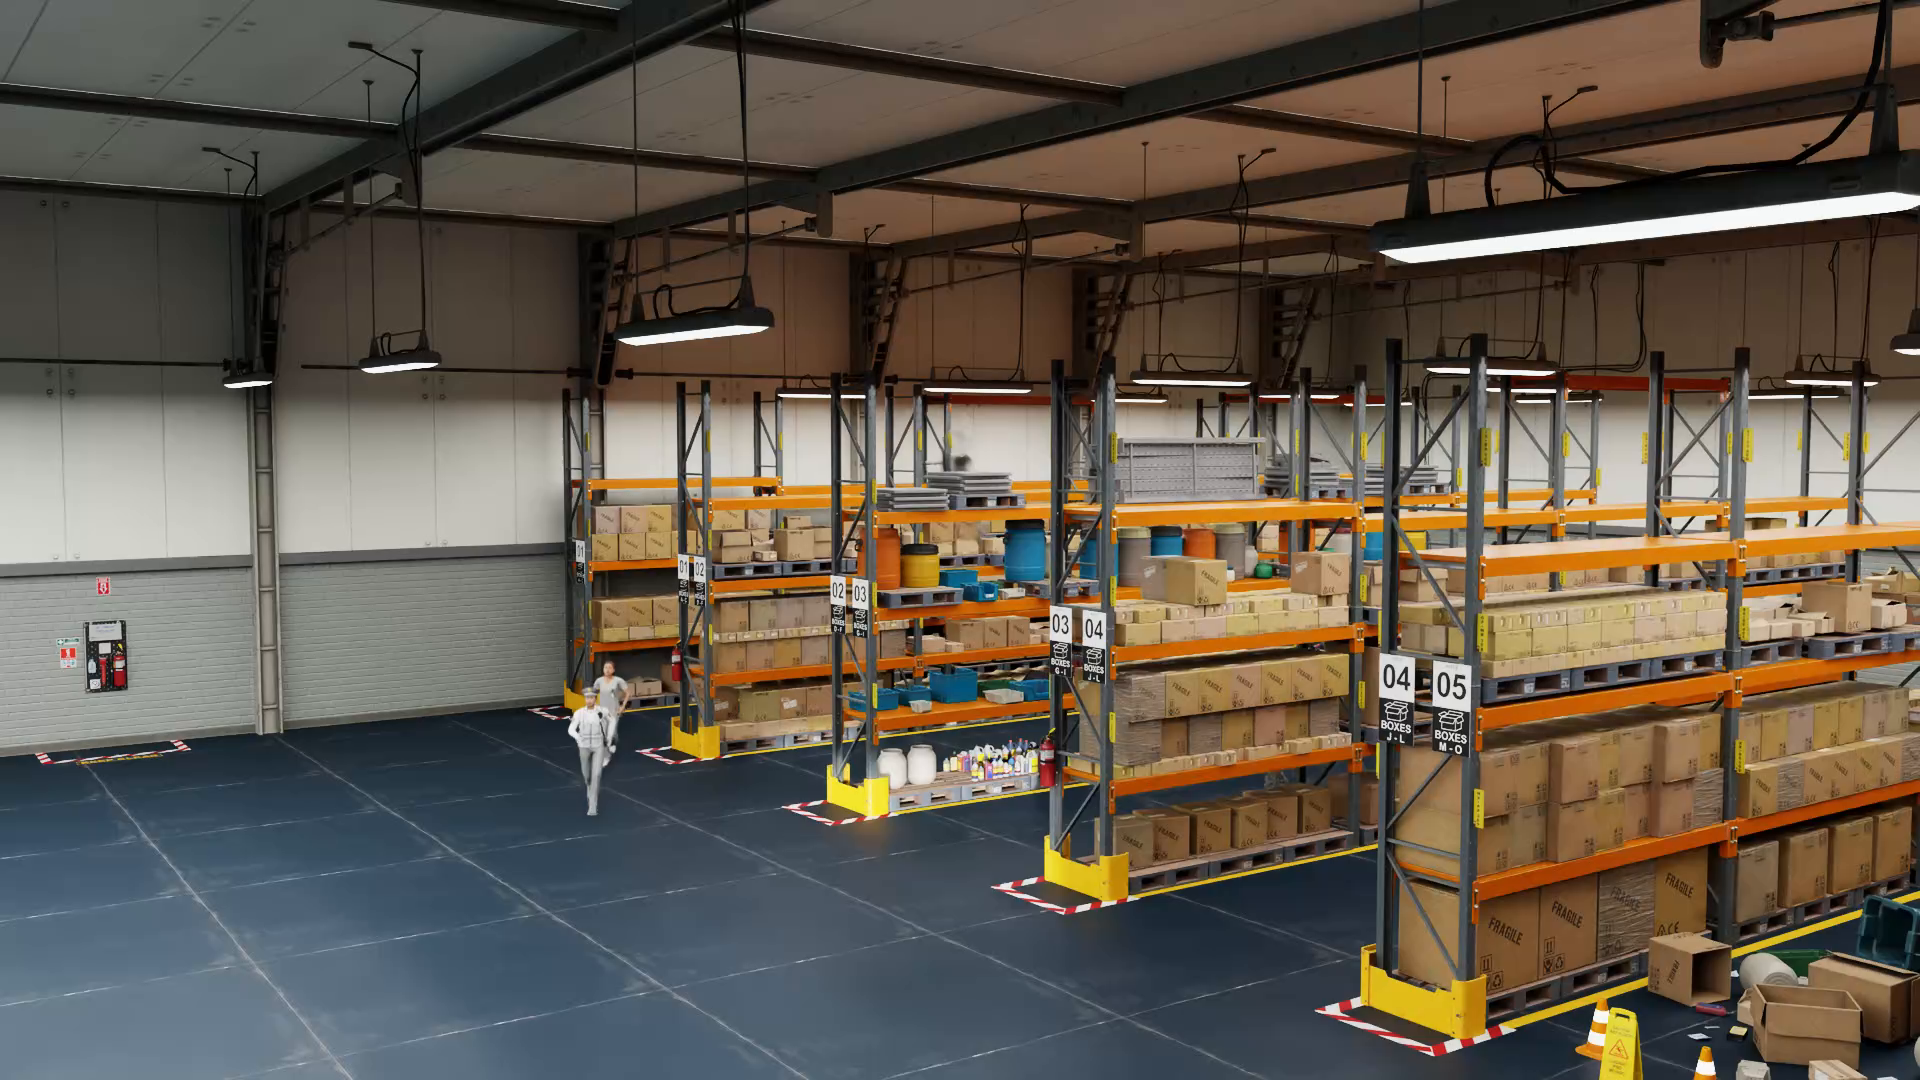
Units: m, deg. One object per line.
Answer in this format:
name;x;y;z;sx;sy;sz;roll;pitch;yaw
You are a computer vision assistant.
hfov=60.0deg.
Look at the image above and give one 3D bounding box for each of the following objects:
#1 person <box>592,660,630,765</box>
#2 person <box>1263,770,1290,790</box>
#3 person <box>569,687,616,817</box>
person;-5.490;2.695;26.103;0.608;1.638;0.618;0;4;-2
person;4.360;2.784;23.095;0.879;1.801;0.707;-3;5;-41
person;-5.044;2.857;22.806;0.627;1.703;0.932;0;4;-6
